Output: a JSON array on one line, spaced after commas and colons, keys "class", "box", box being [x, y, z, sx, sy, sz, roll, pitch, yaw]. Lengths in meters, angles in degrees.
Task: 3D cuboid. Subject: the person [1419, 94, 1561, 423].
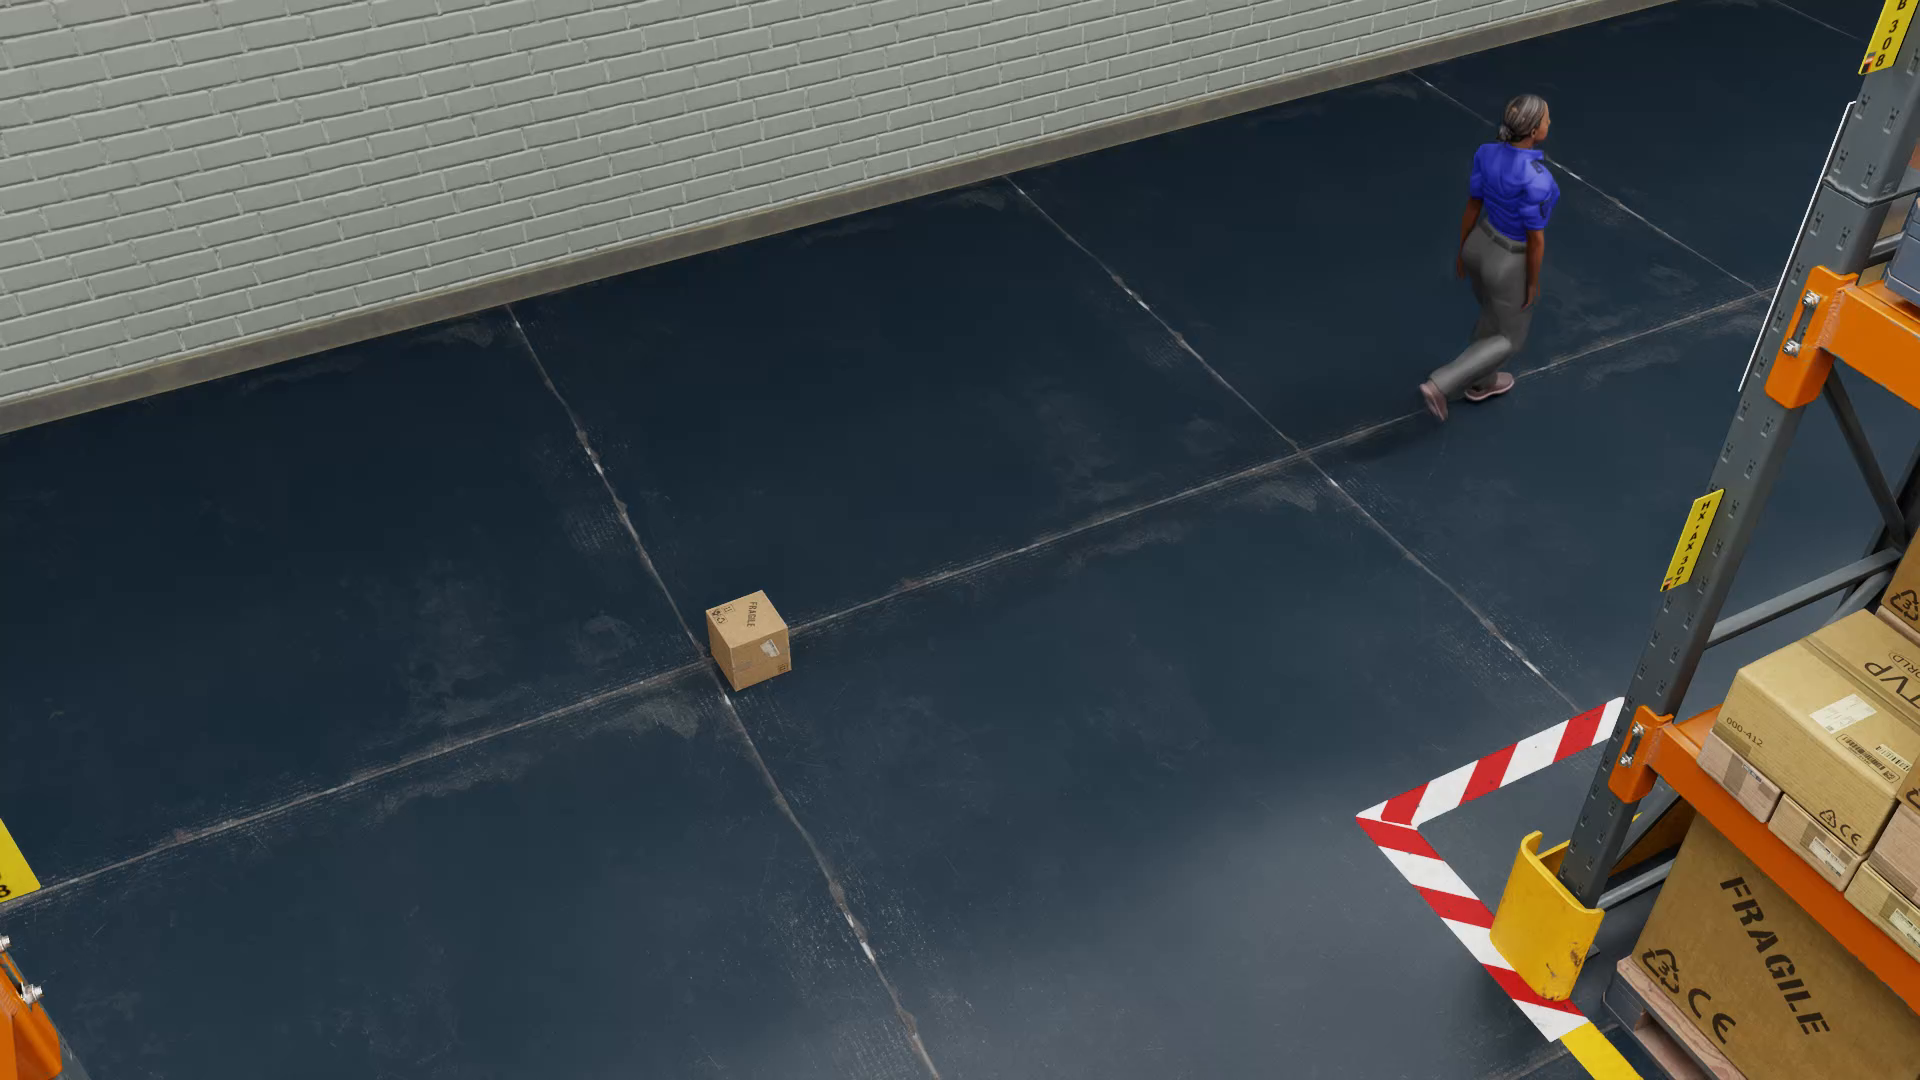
[{"class": "person", "box": [2.433, -1.257, 7.569, 0.723, 1.628, 0.450, -17, 44, -18]}]
